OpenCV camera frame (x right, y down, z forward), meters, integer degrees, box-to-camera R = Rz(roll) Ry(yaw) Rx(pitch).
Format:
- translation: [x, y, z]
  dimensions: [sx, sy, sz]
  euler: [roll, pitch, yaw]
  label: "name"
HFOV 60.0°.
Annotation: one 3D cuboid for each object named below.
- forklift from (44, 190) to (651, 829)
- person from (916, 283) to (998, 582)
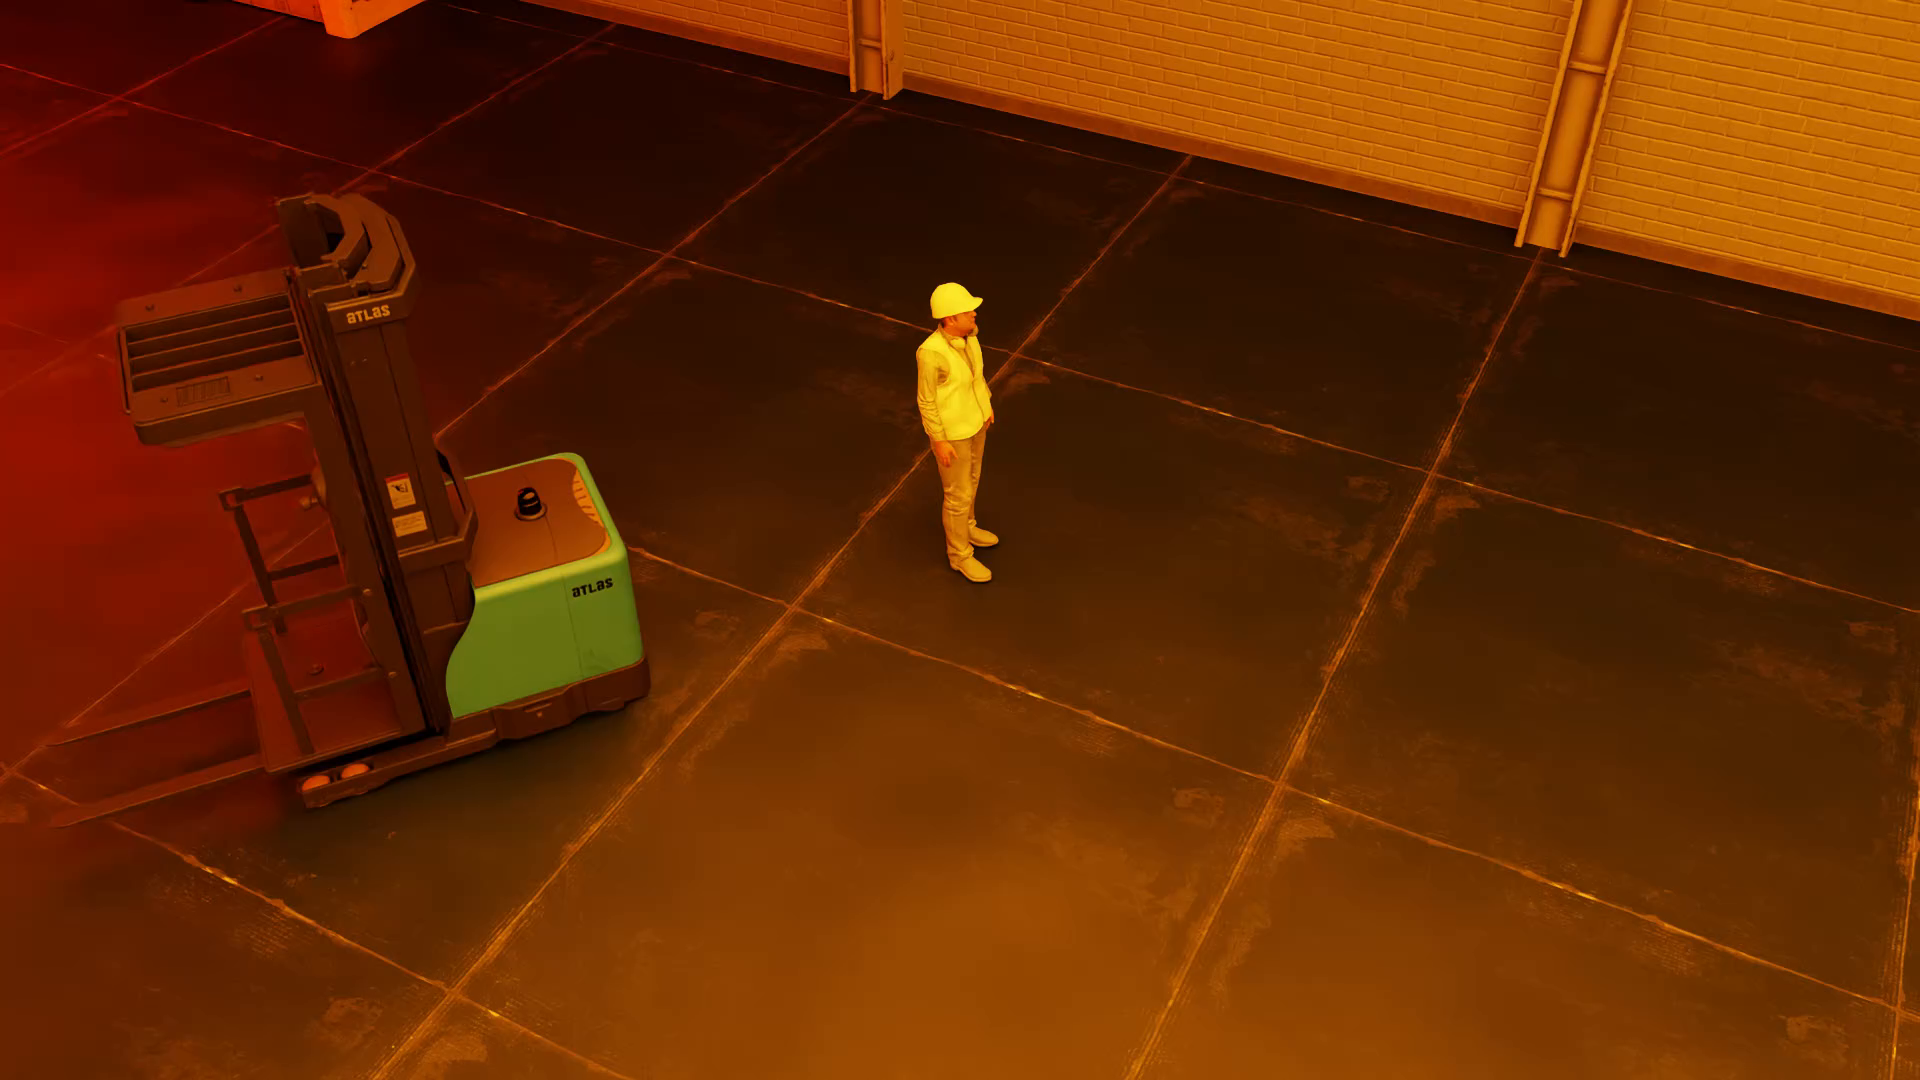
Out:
- translation: [-3.268, -0.128, 8.138]
  dimensions: [3.031, 2.935, 1.130]
  euler: [-17, 43, -19]
  label: "forklift"
- translation: [0.051, -0.659, 9.660]
  dimensions: [0.568, 1.768, 0.632]
  euler: [18, 43, 21]
  label: "person"
